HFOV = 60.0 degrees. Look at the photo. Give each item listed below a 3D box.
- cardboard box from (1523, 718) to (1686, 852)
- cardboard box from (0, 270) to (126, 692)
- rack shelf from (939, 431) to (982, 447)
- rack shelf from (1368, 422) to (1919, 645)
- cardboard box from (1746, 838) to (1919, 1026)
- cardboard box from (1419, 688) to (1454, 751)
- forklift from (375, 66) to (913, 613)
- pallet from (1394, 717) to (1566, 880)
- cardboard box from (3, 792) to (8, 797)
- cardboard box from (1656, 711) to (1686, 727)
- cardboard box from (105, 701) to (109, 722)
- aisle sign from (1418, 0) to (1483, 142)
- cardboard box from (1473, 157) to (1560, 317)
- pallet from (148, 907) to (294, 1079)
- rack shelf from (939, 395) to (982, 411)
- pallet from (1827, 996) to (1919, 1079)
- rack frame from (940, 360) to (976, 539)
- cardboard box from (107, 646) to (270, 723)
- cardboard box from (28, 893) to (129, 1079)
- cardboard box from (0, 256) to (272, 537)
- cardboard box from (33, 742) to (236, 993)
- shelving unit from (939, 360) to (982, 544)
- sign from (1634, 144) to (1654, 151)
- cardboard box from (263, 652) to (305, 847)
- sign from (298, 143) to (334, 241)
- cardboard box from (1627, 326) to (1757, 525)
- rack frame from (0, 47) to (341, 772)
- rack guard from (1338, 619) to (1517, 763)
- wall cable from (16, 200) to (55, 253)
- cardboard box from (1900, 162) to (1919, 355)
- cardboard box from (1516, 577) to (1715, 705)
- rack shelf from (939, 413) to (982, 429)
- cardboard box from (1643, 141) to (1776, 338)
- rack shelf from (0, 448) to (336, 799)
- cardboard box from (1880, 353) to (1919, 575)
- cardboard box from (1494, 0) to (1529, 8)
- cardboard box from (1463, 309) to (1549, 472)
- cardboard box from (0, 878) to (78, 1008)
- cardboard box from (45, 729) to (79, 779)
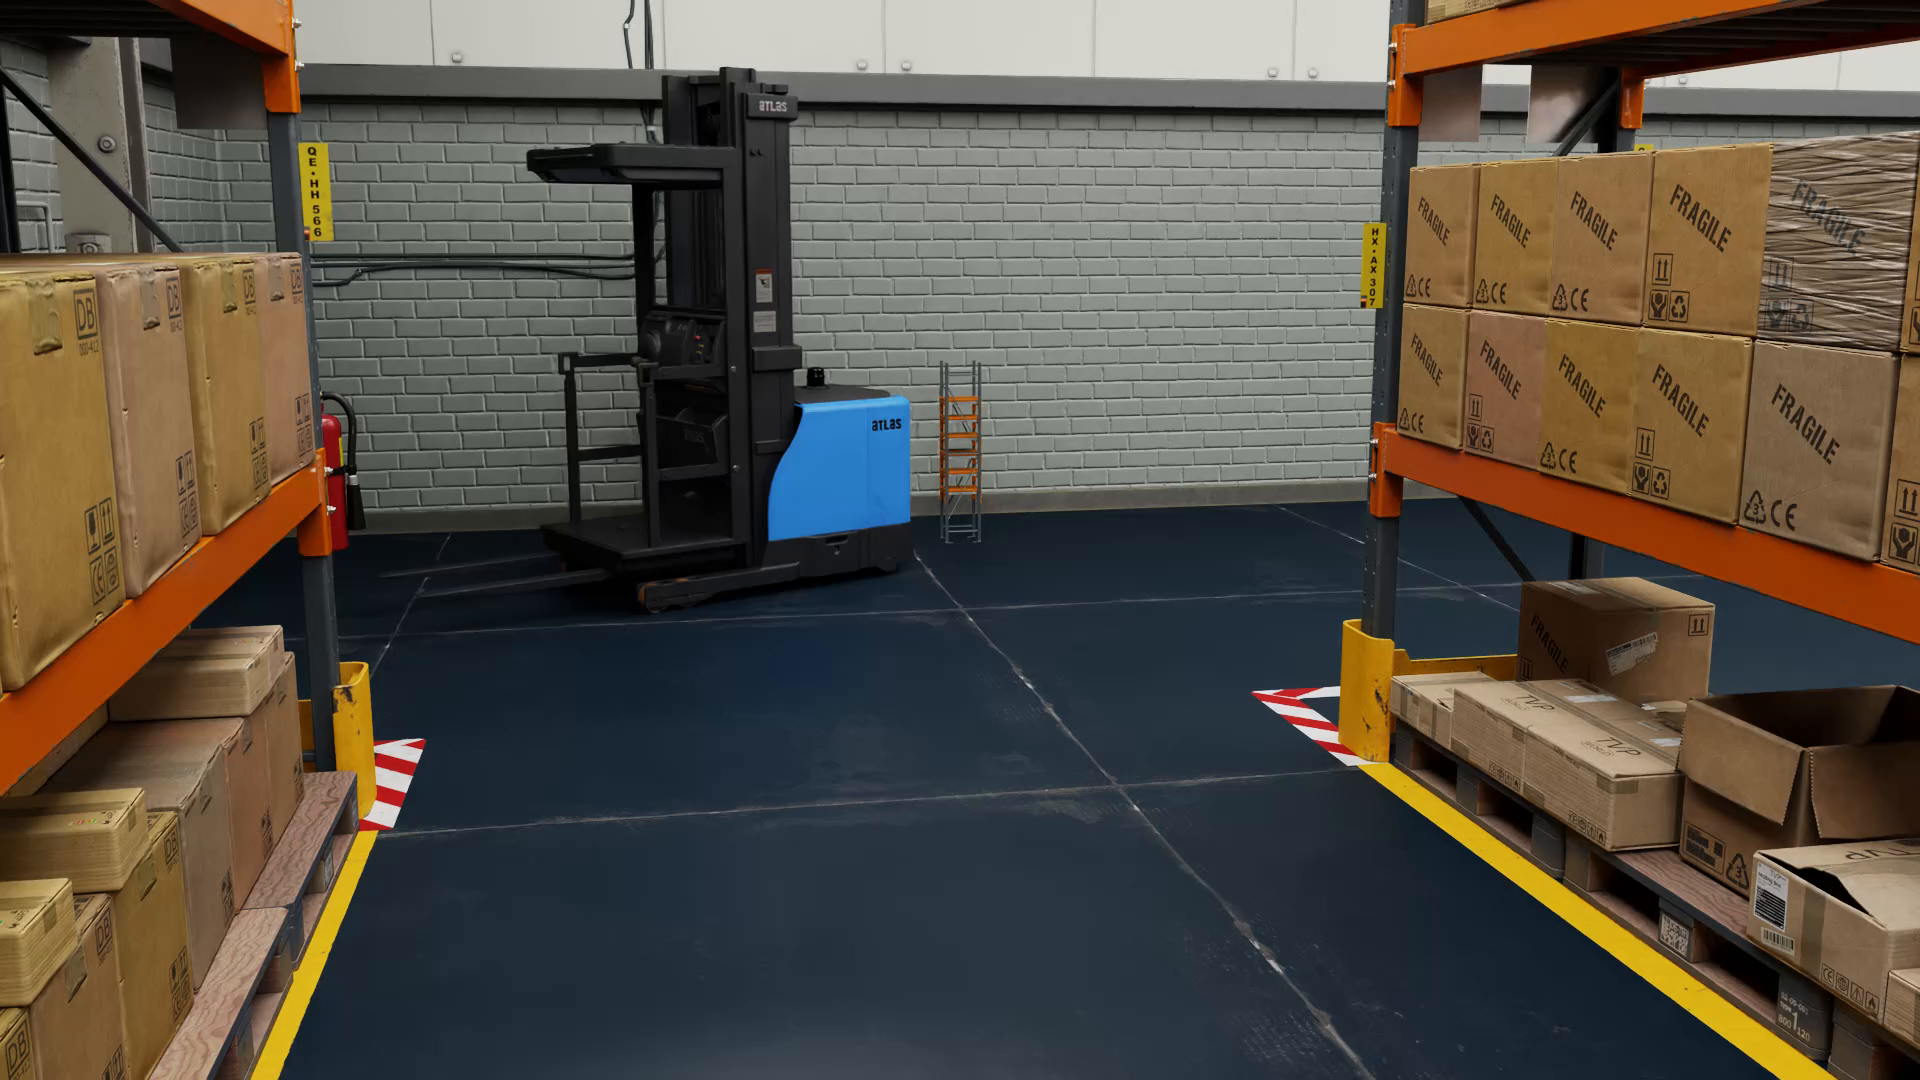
[{"bbox_3d":[2.159,0.771,5.303,0.500,0.250,0.500,-2,11,-11],"label":"cardboard box"},{"bbox_3d":[-2.170,-0.125,3.027,0.980,0.700,0.700,-2,11,-12],"label":"cardboard box"},{"bbox_3d":[0.003,-0.661,11.056,0.258,0.103,0.180,-2,11,-11],"label":"rack shelf"},{"bbox_3d":[2.526,0.063,4.769,1.077,0.370,4.000,-2,11,-11],"label":"rack shelf"},{"bbox_3d":[2.380,0.949,4.202,0.500,0.311,0.500,-2,11,-11],"label":"cardboard box"},{"bbox_3d":[1.930,0.653,6.143,0.380,0.166,0.250,-2,11,-11],"label":"cardboard box"},{"bbox_3d":[-1.762,-1.152,9.409,3.031,2.935,1.130,-8,14,-37],"label":"forklift"},{"bbox_3d":[2.307,0.873,6.048,1.003,0.211,1.213,-2,11,-11],"label":"pallet"},{"bbox_3d":[-2.411,0.614,3.774,0.380,0.149,0.250,-2,11,-12],"label":"cardboard box"},{"bbox_3d":[2.639,0.743,5.447,0.500,0.250,0.500,-2,11,-11],"label":"cardboard box"},{"bbox_3d":[-2.609,0.428,4.752,0.380,0.149,0.250,-2,11,-11],"label":"cardboard box"},{"bbox_3d":[1.835,-1.936,6.396,0.394,0.787,0.004,-2,11,-11],"label":"aisle sign"},{"bbox_3d":[2.073,-1.011,5.546,0.500,0.500,0.500,-2,11,-10],"label":"cardboard box"},{"bbox_3d":[-2.256,1.260,4.011,1.003,0.211,1.213,-2,11,-11],"label":"pallet"},{"bbox_3d":[0.003,-0.897,11.011,0.258,0.103,0.180,-2,11,-11],"label":"rack shelf"},{"bbox_3d":[2.782,1.320,3.697,1.003,0.211,1.213,-2,11,-11],"label":"pallet"},{"bbox_3d":[-0.015,-0.604,11.159,0.240,1.200,0.006,-2,11,-11],"label":"rack frame"},{"bbox_3d":[-2.233,0.415,4.822,0.380,0.149,0.250,-2,11,-9],"label":"cardboard box"},{"bbox_3d":[-2.083,1.045,3.244,0.700,0.500,0.500,-2,11,-12],"label":"cardboard box"},{"bbox_3d":[-2.460,-0.398,4.462,0.980,0.700,0.700,-2,11,-11],"label":"cardboard box"},{"bbox_3d":[-2.292,0.854,4.251,0.700,0.500,0.500,-2,11,-13],"label":"cardboard box"},{"bbox_3d":[0.003,-0.587,11.070,0.258,1.200,0.189,-2,11,-11],"label":"shelving unit"},{"bbox_3d":[2.685,-1.398,6.578,0.100,0.325,0.005,-2,11,-11],"label":"sign"},{"bbox_3d":[-2.487,0.670,5.218,0.700,0.500,0.500,-2,11,-11],"label":"cardboard box"},{"bbox_3d":[-2.187,-1.179,5.639,0.100,0.325,0.005,-2,11,-11],"label":"sign"},{"bbox_3d":[2.260,-0.337,4.679,0.500,0.500,0.500,-2,11,-10],"label":"cardboard box"},{"bbox_3d":[-2.722,-0.477,5.679,1.000,3.000,0.127,-2,11,-11],"label":"rack frame"},{"bbox_3d":[2.151,0.584,6.789,1.175,0.500,0.348,-2,11,-11],"label":"rack guard"},{"bbox_3d":[-3.899,-1.176,6.637,0.084,1.984,1.851,-2,11,-11],"label":"wall cable"},{"bbox_3d":[2.460,-0.641,3.603,0.500,0.500,0.500,-2,11,-12],"label":"cardboard box"},{"bbox_3d":[2.484,0.445,6.345,0.500,0.500,0.500,-2,11,-11],"label":"cardboard box"},{"bbox_3d":[0.003,-0.779,11.034,0.258,0.103,0.180,-2,11,-11],"label":"rack shelf"},{"bbox_3d":[2.266,-0.826,4.573,0.500,0.500,0.500,-2,11,-12],"label":"cardboard box"},{"bbox_3d":[-2.333,0.243,3.819,1.077,0.370,4.000,-2,11,-11],"label":"rack shelf"},{"bbox_3d":[2.464,-0.150,3.694,0.500,0.500,0.500,-2,11,-9],"label":"cardboard box"},{"bbox_3d":[2.072,-1.862,5.335,0.500,0.250,0.500,-2,11,-11],"label":"cardboard box"},{"bbox_3d":[2.070,-0.521,5.646,0.500,0.500,0.500,-2,11,-12],"label":"cardboard box"},{"bbox_3d":[-1.876,0.750,3.063,0.380,0.149,0.250,-2,11,-9],"label":"cardboard box"},{"bbox_3d":[-2.510,0.521,4.265,0.380,0.149,0.250,-2,11,-10],"label":"cardboard box"}]
